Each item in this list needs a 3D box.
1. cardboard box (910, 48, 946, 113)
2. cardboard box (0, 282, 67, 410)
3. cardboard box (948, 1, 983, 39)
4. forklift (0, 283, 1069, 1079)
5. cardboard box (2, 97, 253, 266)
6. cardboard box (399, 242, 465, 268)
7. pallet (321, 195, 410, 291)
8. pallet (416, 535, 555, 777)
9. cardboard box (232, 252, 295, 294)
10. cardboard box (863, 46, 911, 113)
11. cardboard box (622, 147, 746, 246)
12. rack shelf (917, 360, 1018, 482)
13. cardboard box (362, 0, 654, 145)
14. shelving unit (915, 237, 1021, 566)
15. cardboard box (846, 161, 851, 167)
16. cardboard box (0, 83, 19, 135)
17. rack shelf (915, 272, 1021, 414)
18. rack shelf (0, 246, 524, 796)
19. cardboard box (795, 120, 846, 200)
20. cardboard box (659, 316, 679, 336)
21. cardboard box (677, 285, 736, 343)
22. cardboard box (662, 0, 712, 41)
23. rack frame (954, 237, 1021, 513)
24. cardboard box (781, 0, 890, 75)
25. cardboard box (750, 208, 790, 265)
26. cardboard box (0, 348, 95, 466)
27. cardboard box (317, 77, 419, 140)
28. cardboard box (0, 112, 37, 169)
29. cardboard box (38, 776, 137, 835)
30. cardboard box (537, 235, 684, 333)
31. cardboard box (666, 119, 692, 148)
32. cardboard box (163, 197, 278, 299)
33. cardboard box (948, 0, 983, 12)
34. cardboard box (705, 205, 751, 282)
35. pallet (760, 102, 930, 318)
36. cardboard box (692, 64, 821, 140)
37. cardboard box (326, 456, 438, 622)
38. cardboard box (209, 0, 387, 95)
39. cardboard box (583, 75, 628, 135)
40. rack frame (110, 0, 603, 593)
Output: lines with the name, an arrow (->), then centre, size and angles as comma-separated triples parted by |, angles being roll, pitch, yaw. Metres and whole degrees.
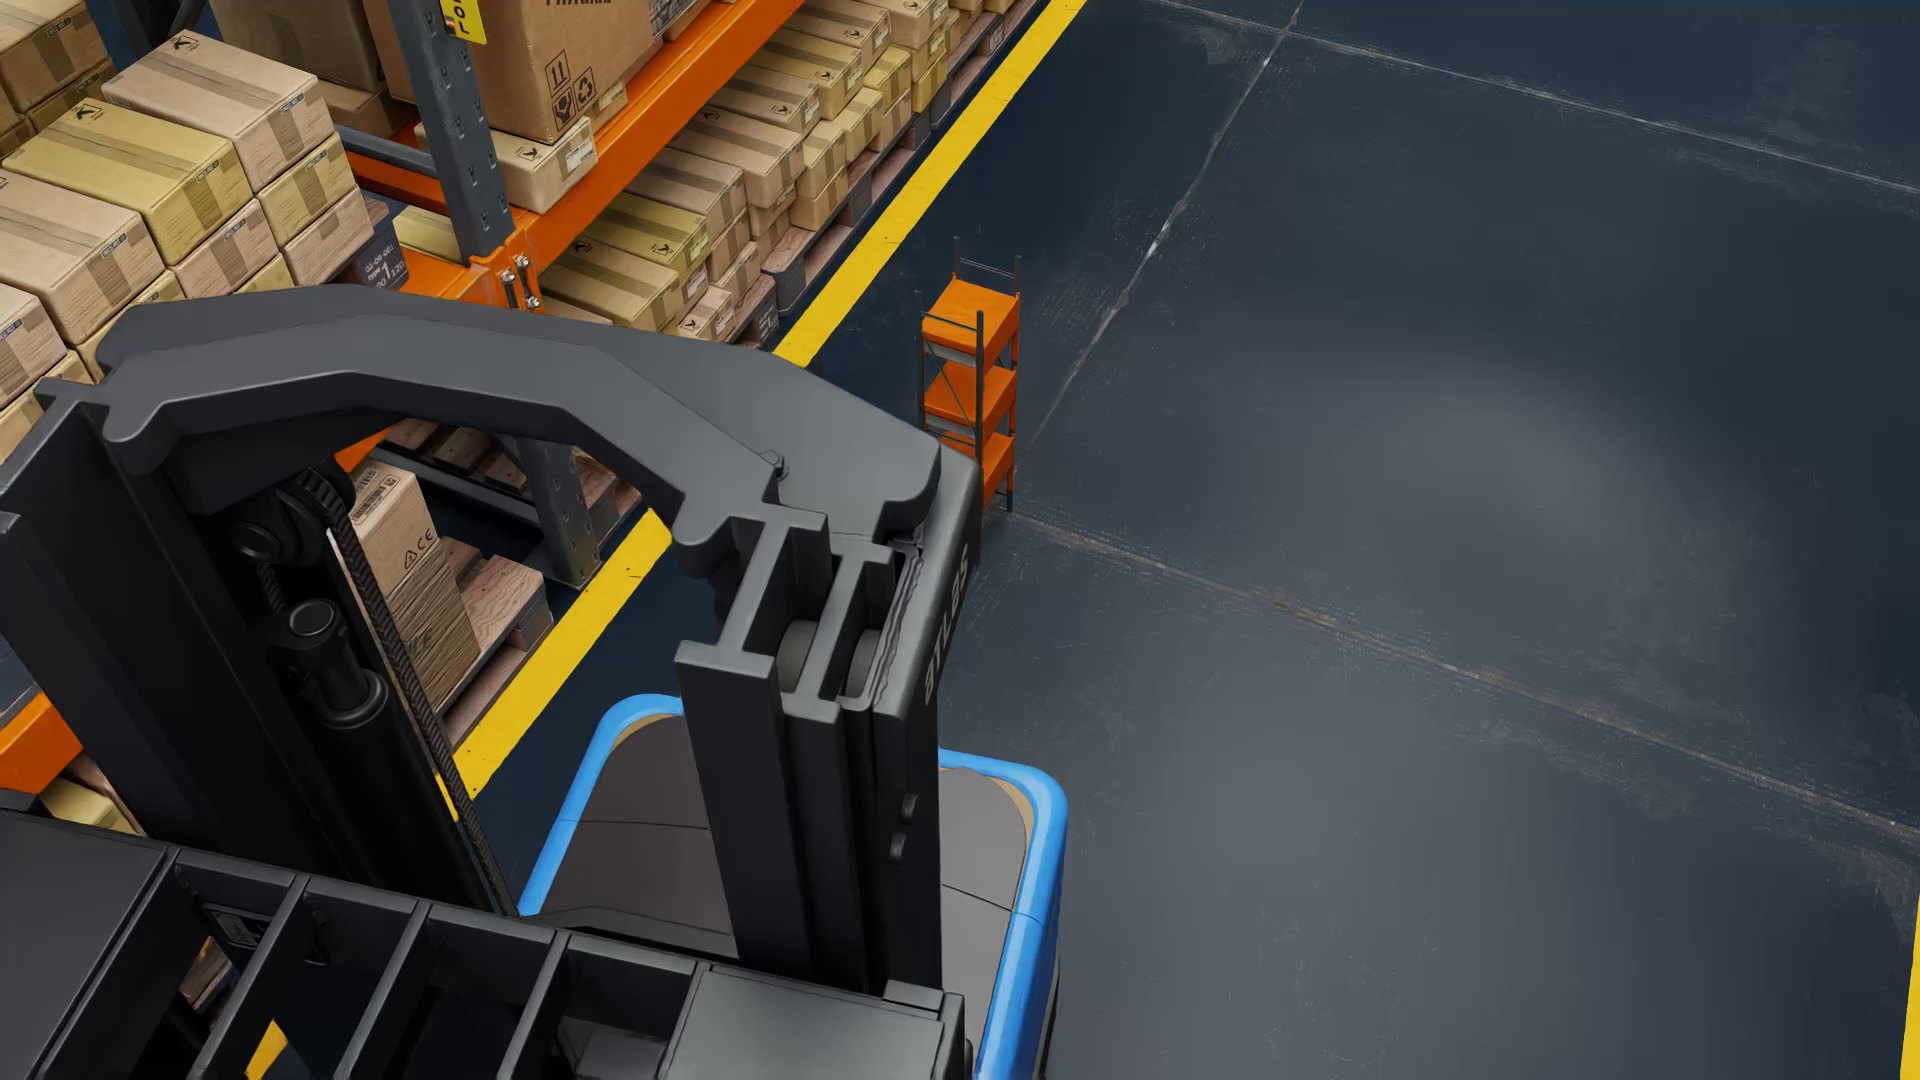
cardboard box -> -0.274, -1.818, 6.423 | 0.380, 0.149, 0.250 | 18, 52, 14
cardboard box -> -1.924, -0.380, 3.102 | 0.380, 0.149, 0.250 | 20, 52, 16
cardboard box -> -0.128, -2.188, 6.738 | 0.380, 0.149, 0.250 | 20, 52, 16
forklift -> -0.591, 1.241, 2.270 | 1.130, 2.935, 3.031 | 10, 50, 8
cardboard box -> -1.700, -0.738, 3.407 | 0.380, 0.149, 0.250 | 18, 52, 15
cardboard box -> -1.675, -0.750, 5.124 | 0.380, 0.149, 0.250 | 21, 53, 17
pallet -> -2.049, -0.475, 3.810 | 1.003, 0.211, 1.213 | 20, 52, 16
pallet -> -1.923, 0.425, 4.750 | 1.003, 0.211, 1.213 | 20, 52, 16
cardboard box -> -1.692, -0.553, 3.640 | 0.380, 0.149, 0.250 | 20, 53, 16
cardboard box -> -0.406, -1.733, 6.156 | 0.380, 0.149, 0.250 | 22, 53, 18
cardboard box -> -0.931, -1.138, 5.454 | 0.380, 0.149, 0.250 | 19, 52, 15
rack shelf -> 0.023, -0.370, 4.890 | 0.215, 0.259, 0.240 | 20, 52, 16
cardboard box -> -1.152, -1.404, 4.214 | 0.500, 0.500, 0.500 | 19, 52, 15
shelving unit -> 0.023, -0.377, 4.882 | 0.215, 1.050, 0.252 | 20, 52, 16
cardboard box -> -0.585, -1.486, 6.141 | 0.380, 0.149, 0.250 | 21, 53, 17
cardboard box -> -2.289, -0.947, 3.585 | 0.380, 0.149, 0.250 | 21, 53, 17
rack shelf -> 0.023, -0.554, 4.673 | 0.215, 0.259, 0.240 | 20, 52, 16
rack shelf -> -2.446, 0.595, 3.247 | 1.077, 0.370, 4.000 | 20, 52, 16
cardboard box -> -0.627, -1.373, 5.849 | 0.380, 0.149, 0.250 | 19, 52, 16
cardboard box -> -1.120, -0.673, 5.254 | 0.380, 0.149, 0.250 | 20, 53, 16
cardboard box -> -0.972, -0.745, 5.511 | 0.380, 0.149, 0.250 | 20, 52, 16
cardboard box -> -0.943, -1.611, 4.816 | 0.380, 0.149, 0.250 | 18, 52, 14
rack frame -> 0.075, -0.461, 4.953 | 0.200, 1.050, 0.008 | 20, 52, 16
cardboard box -> -0.480, -1.848, 6.058 | 0.380, 0.149, 0.250 | 18, 52, 15
cardboard box -> -0.826, -1.133, 5.841 | 0.380, 0.149, 0.250 | 18, 52, 15
cardboard box -> -1.916, -0.287, 3.219 | 0.380, 0.149, 0.250 | 18, 52, 15
cardboard box -> -1.681, -1.207, 4.473 | 0.380, 0.149, 0.250 | 19, 52, 16
cardboard box -> -2.284, -0.866, 3.711 | 0.380, 0.149, 0.250 | 19, 52, 15
cardboard box -> -2.126, 0.729, 3.534 | 0.500, 0.250, 0.500 | 18, 52, 14
cardboard box -> -1.086, -0.761, 5.133 | 0.380, 0.149, 0.250 | 22, 53, 18
cardboard box -> -1.122, -1.526, 5.980 | 0.380, 0.149, 0.250 | 18, 52, 14
cardboard box -> -1.694, -0.647, 3.525 | 0.380, 0.149, 0.250 | 20, 53, 16
cardboard box -> -0.070, -2.264, 6.608 | 0.380, 0.149, 0.250 | 18, 52, 15
cardboard box -> -0.931, -1.038, 5.564 | 0.380, 0.149, 0.250 | 17, 52, 14
pallet -> -0.816, -1.429, 6.327 | 1.003, 0.211, 1.213 | 20, 52, 16
cardboard box -> -0.707, -1.501, 5.763 | 0.380, 0.149, 0.250 | 18, 52, 15
cardboard box -> -1.681, 0.010, 4.145 | 0.500, 0.250, 0.500 | 19, 52, 15
cardboard box -> -1.640, -1.569, 4.355 | 0.500, 0.500, 0.500 | 20, 52, 16
cardboard box -> -1.131, -1.225, 4.488 | 0.380, 0.149, 0.250 | 21, 53, 17
rack frame -> -1.591, -1.016, 4.145 | 1.000, 3.000, 0.127 | 20, 52, 16
